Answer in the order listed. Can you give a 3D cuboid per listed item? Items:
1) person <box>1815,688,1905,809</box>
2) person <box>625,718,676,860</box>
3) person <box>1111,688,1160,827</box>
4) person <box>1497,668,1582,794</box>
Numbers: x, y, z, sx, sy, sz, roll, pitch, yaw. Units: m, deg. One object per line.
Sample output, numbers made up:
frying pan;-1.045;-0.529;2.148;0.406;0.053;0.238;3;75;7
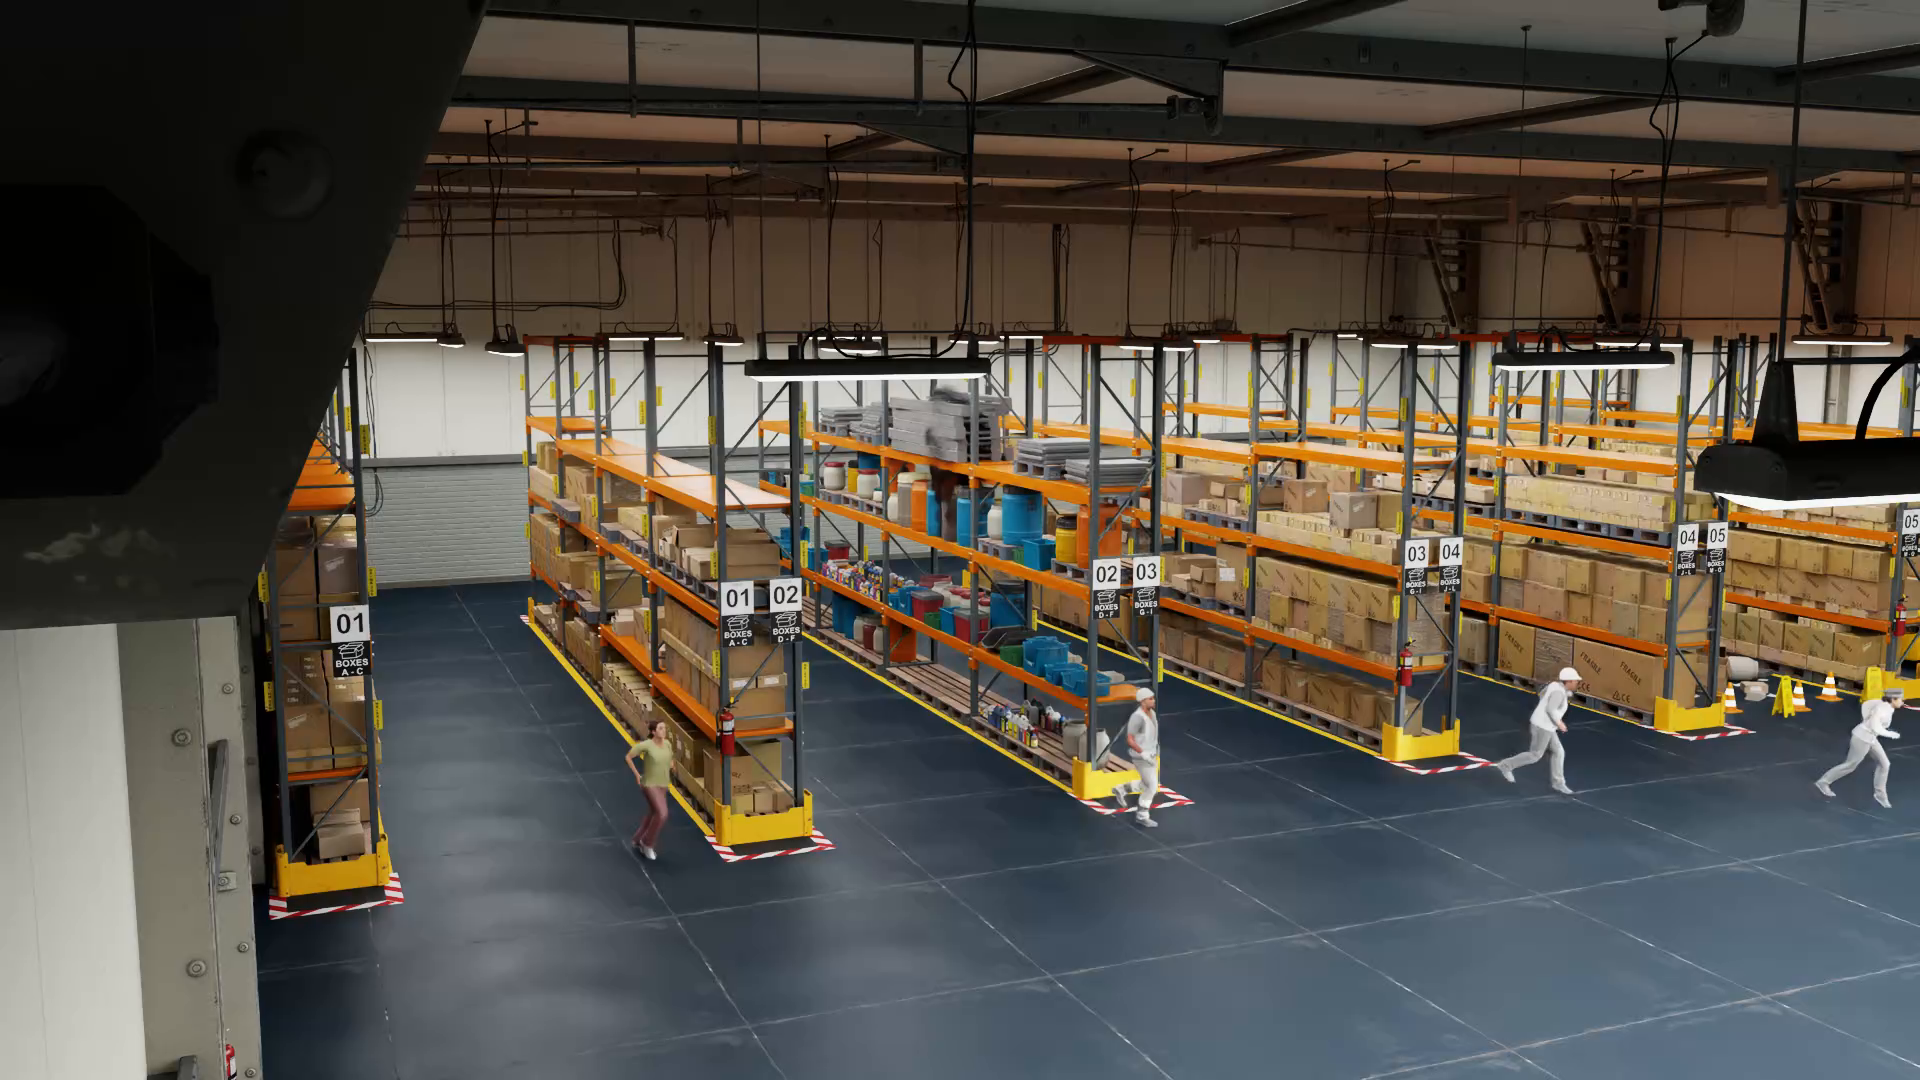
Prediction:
person;11.776;2.691;21.780;0.963;1.622;0.658;4;9;29
person;-3.611;2.921;19.661;0.659;1.658;0.559;6;10;37
person;2.215;2.703;20.899;0.666;1.766;0.669;4;9;27
person;7.778;2.546;22.346;1.030;1.732;0.686;2;8;12
